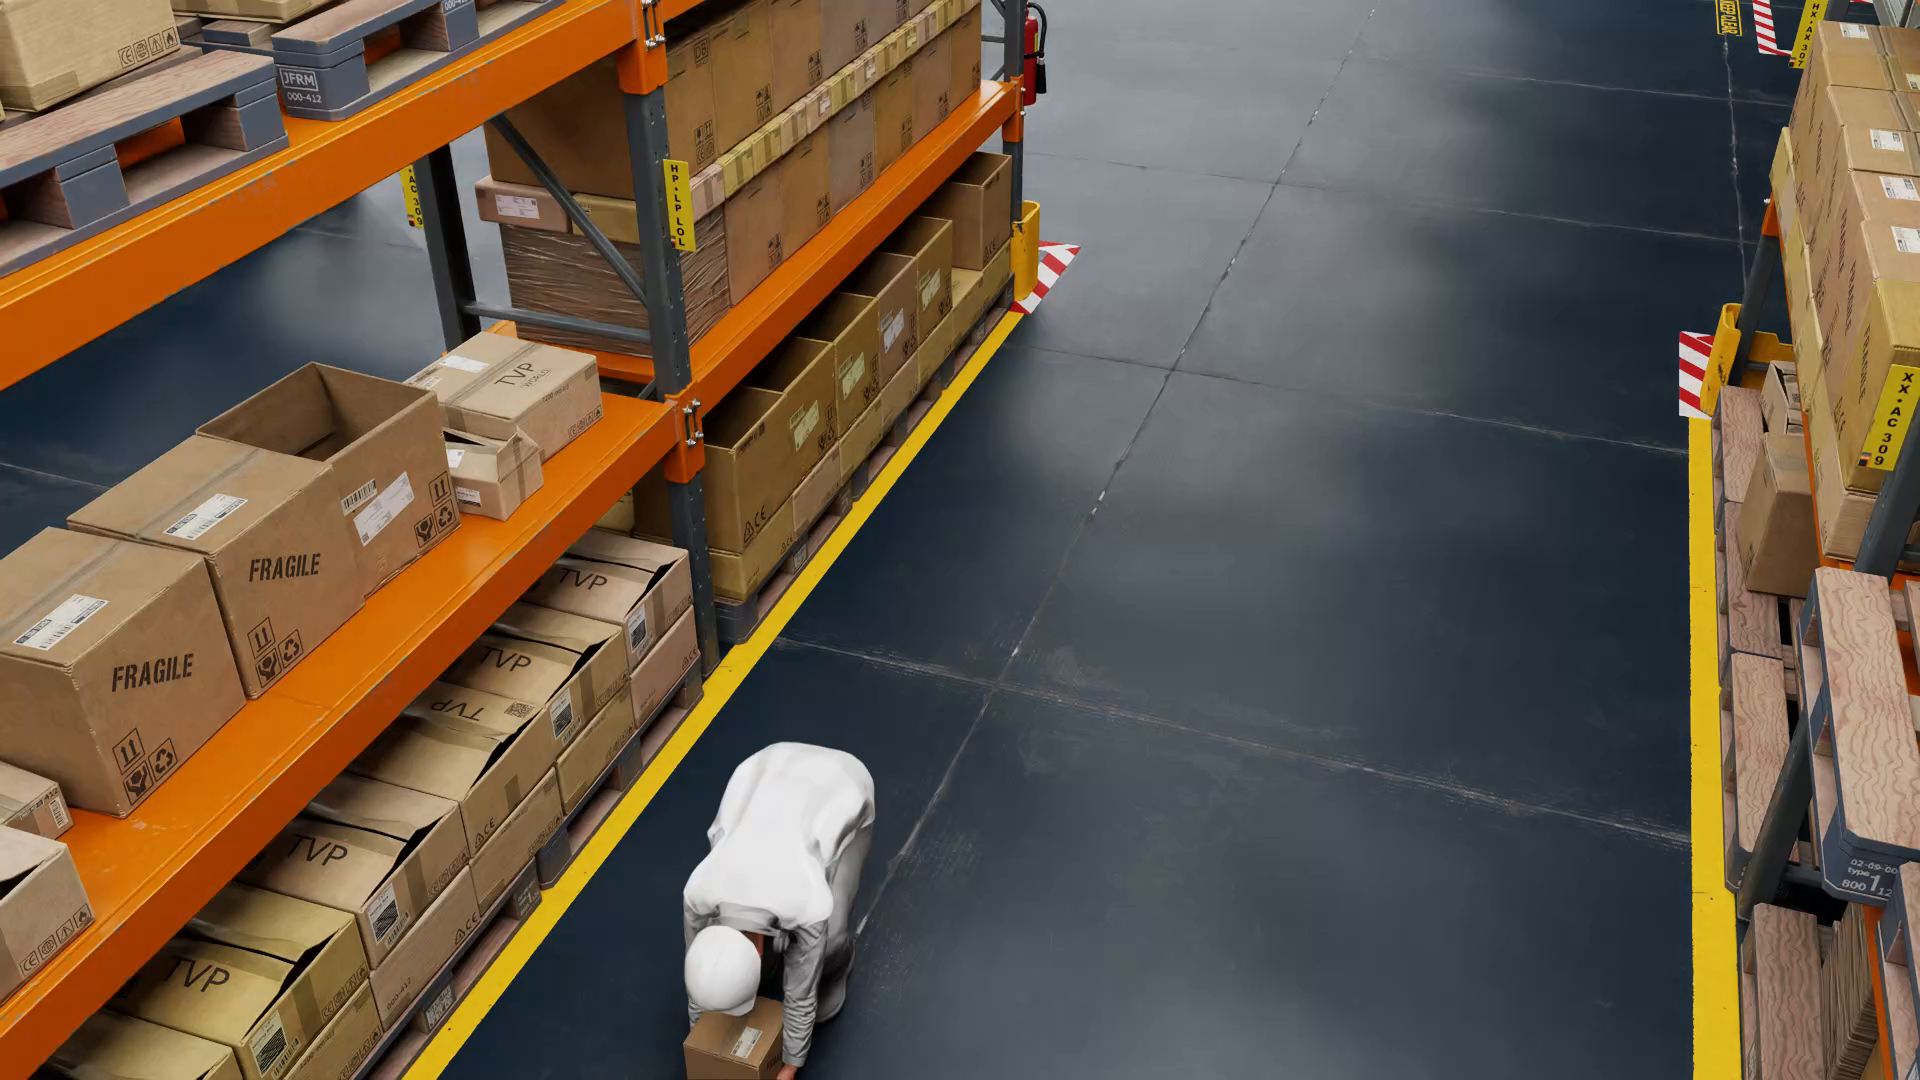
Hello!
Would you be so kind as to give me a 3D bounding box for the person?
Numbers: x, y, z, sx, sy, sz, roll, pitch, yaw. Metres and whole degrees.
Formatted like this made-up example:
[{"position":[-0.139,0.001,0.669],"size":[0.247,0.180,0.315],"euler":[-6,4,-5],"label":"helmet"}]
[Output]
[{"position":[-0.581,1.179,5.159],"size":[0.504,0.873,1.003],"euler":[10,34,15],"label":"person"}]
